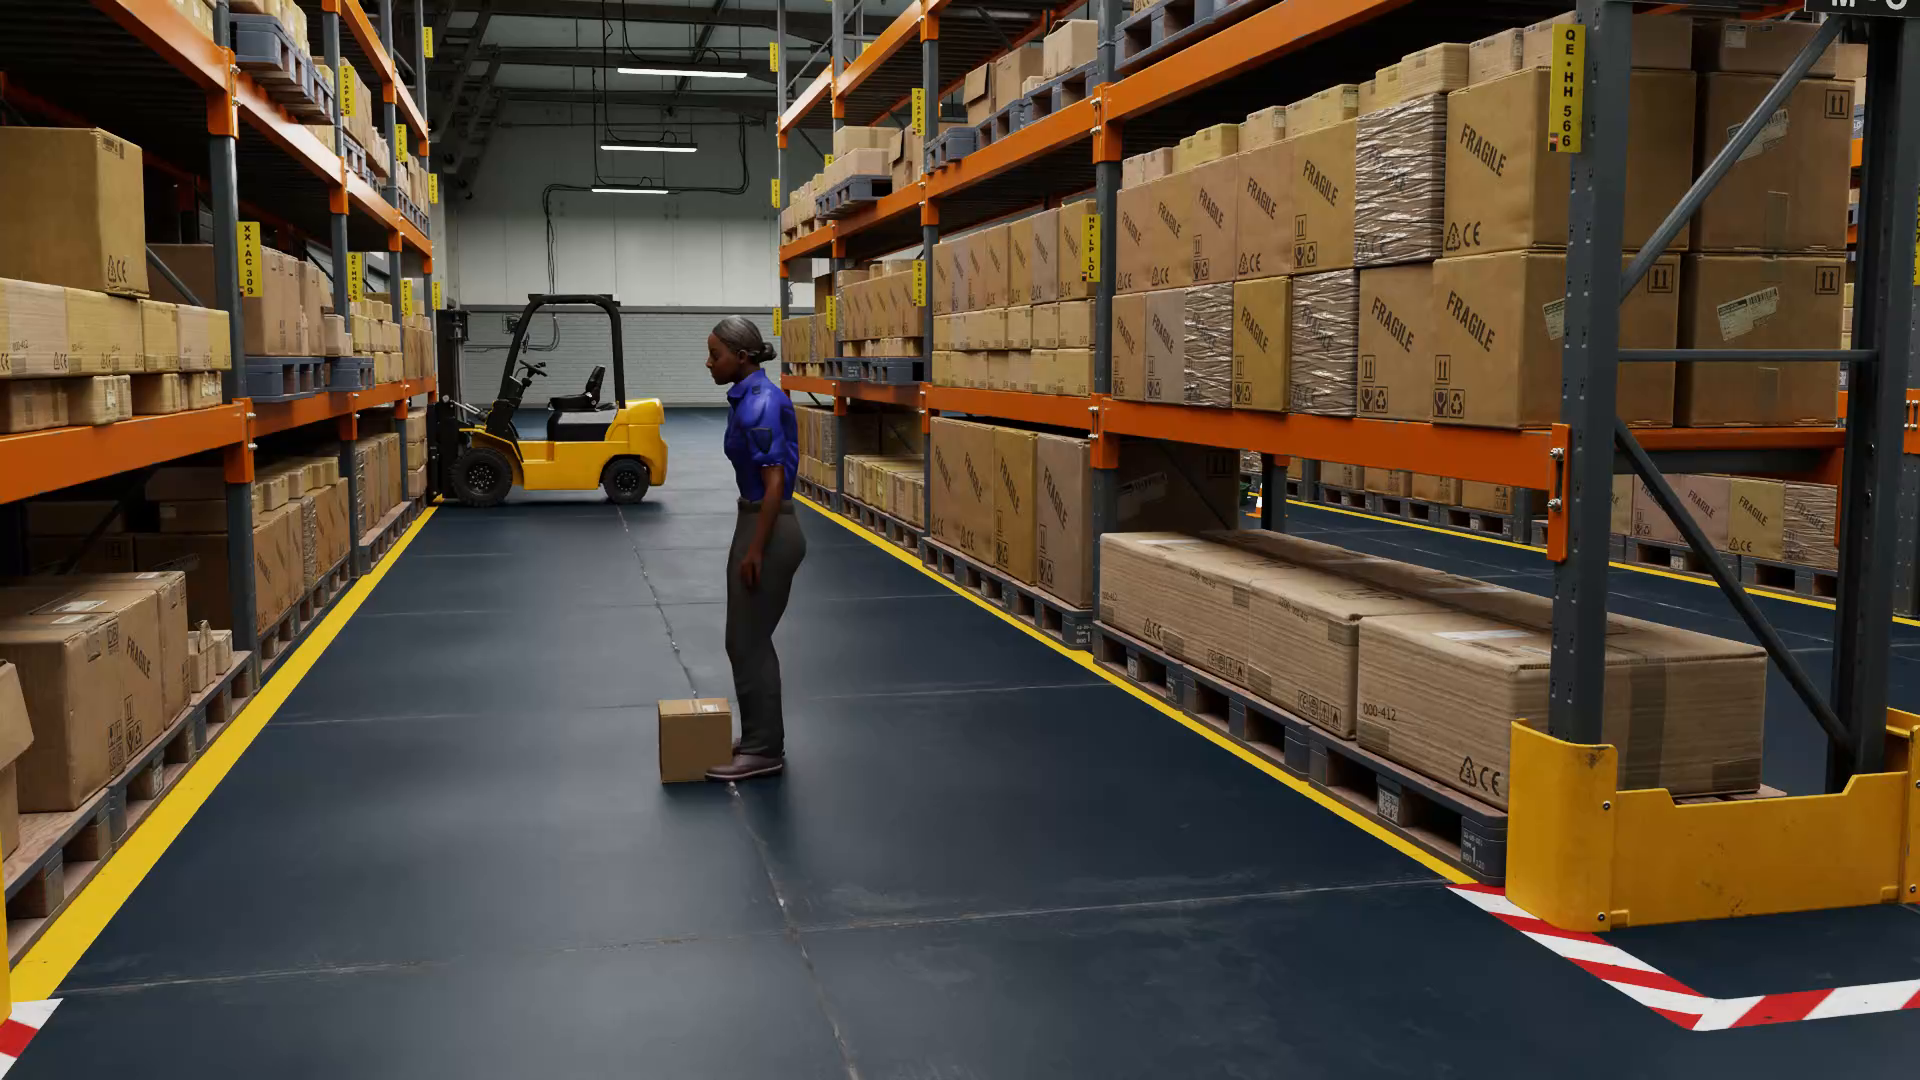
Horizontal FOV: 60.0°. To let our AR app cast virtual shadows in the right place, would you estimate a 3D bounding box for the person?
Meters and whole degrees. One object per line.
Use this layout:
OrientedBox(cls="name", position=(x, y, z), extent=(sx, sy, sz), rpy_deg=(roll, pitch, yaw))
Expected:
OrientedBox(cls="person", position=(-0.761, 0.020, 6.022), extent=(0.391, 1.655, 0.505), rpy_deg=(-1, 6, -13))
